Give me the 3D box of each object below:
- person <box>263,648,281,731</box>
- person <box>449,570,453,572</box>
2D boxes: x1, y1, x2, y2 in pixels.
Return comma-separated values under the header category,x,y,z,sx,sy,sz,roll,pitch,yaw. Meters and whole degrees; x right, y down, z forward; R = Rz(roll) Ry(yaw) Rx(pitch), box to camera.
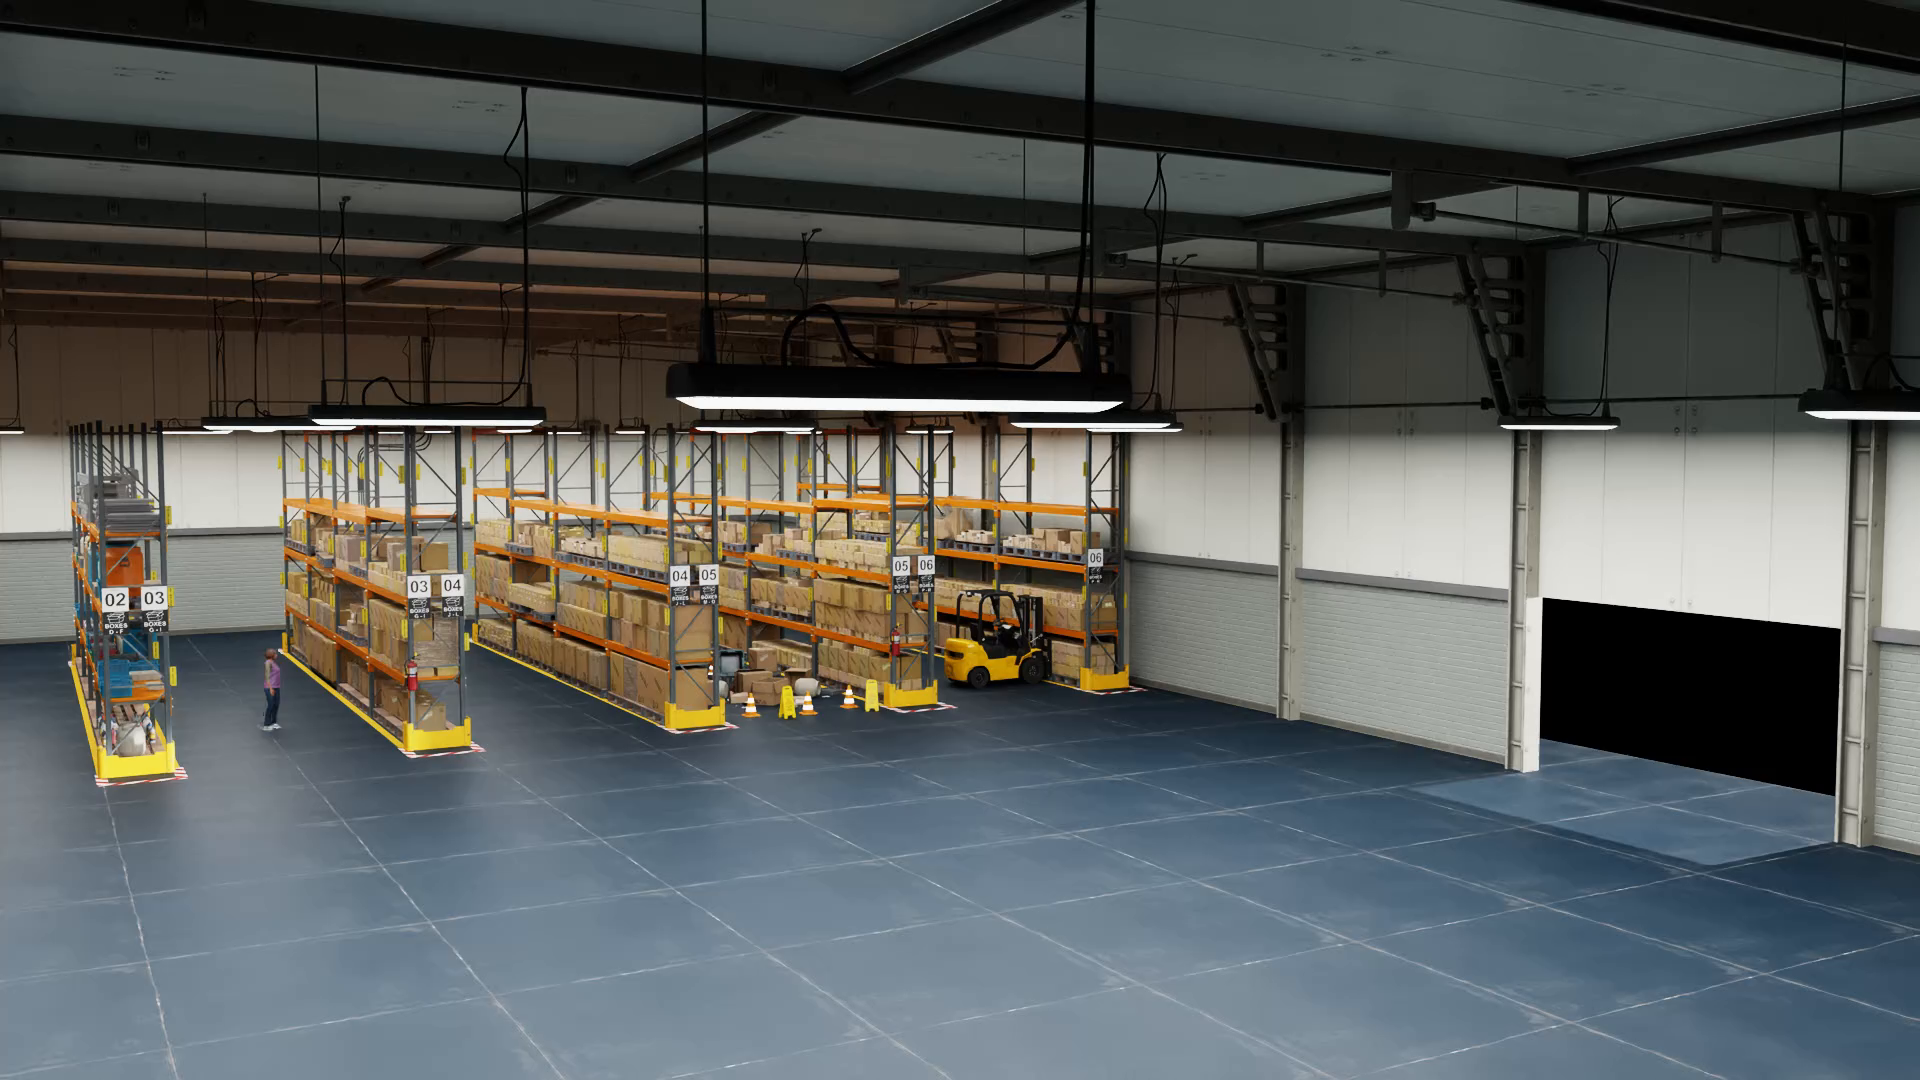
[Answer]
category,x,y,z,sx,sy,sz,roll,pitch,yaw
person,-13.506,2.948,32.633,0.330,1.628,0.490,1,4,10
person,-15.180,1.781,49.639,0.628,1.786,0.421,-1,4,-20
